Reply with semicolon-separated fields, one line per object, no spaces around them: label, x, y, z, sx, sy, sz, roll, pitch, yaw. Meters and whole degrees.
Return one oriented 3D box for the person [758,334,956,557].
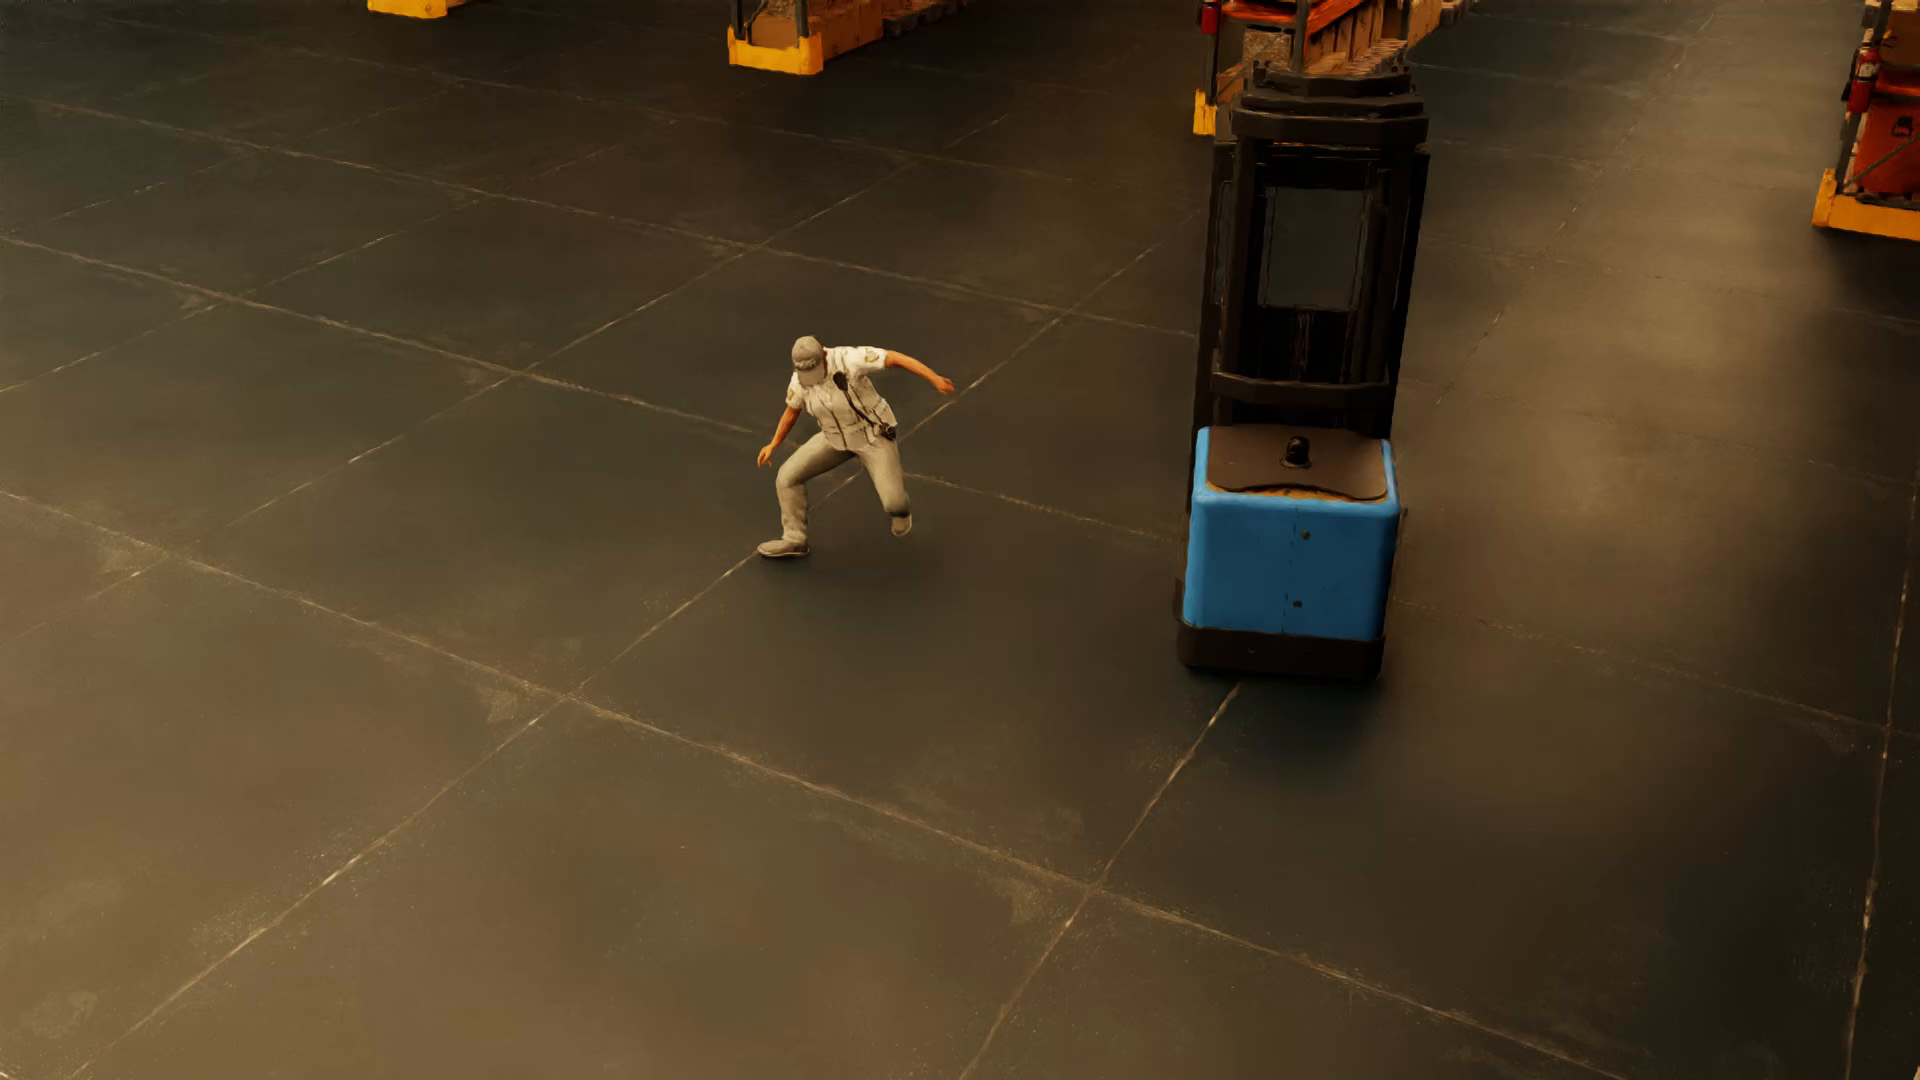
person;-0.591;-0.555;9.557;1.098;1.405;0.703;12;32;20

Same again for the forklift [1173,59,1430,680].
forklift;1.891;-1.263;9.258;1.130;2.935;3.031;4;30;8
